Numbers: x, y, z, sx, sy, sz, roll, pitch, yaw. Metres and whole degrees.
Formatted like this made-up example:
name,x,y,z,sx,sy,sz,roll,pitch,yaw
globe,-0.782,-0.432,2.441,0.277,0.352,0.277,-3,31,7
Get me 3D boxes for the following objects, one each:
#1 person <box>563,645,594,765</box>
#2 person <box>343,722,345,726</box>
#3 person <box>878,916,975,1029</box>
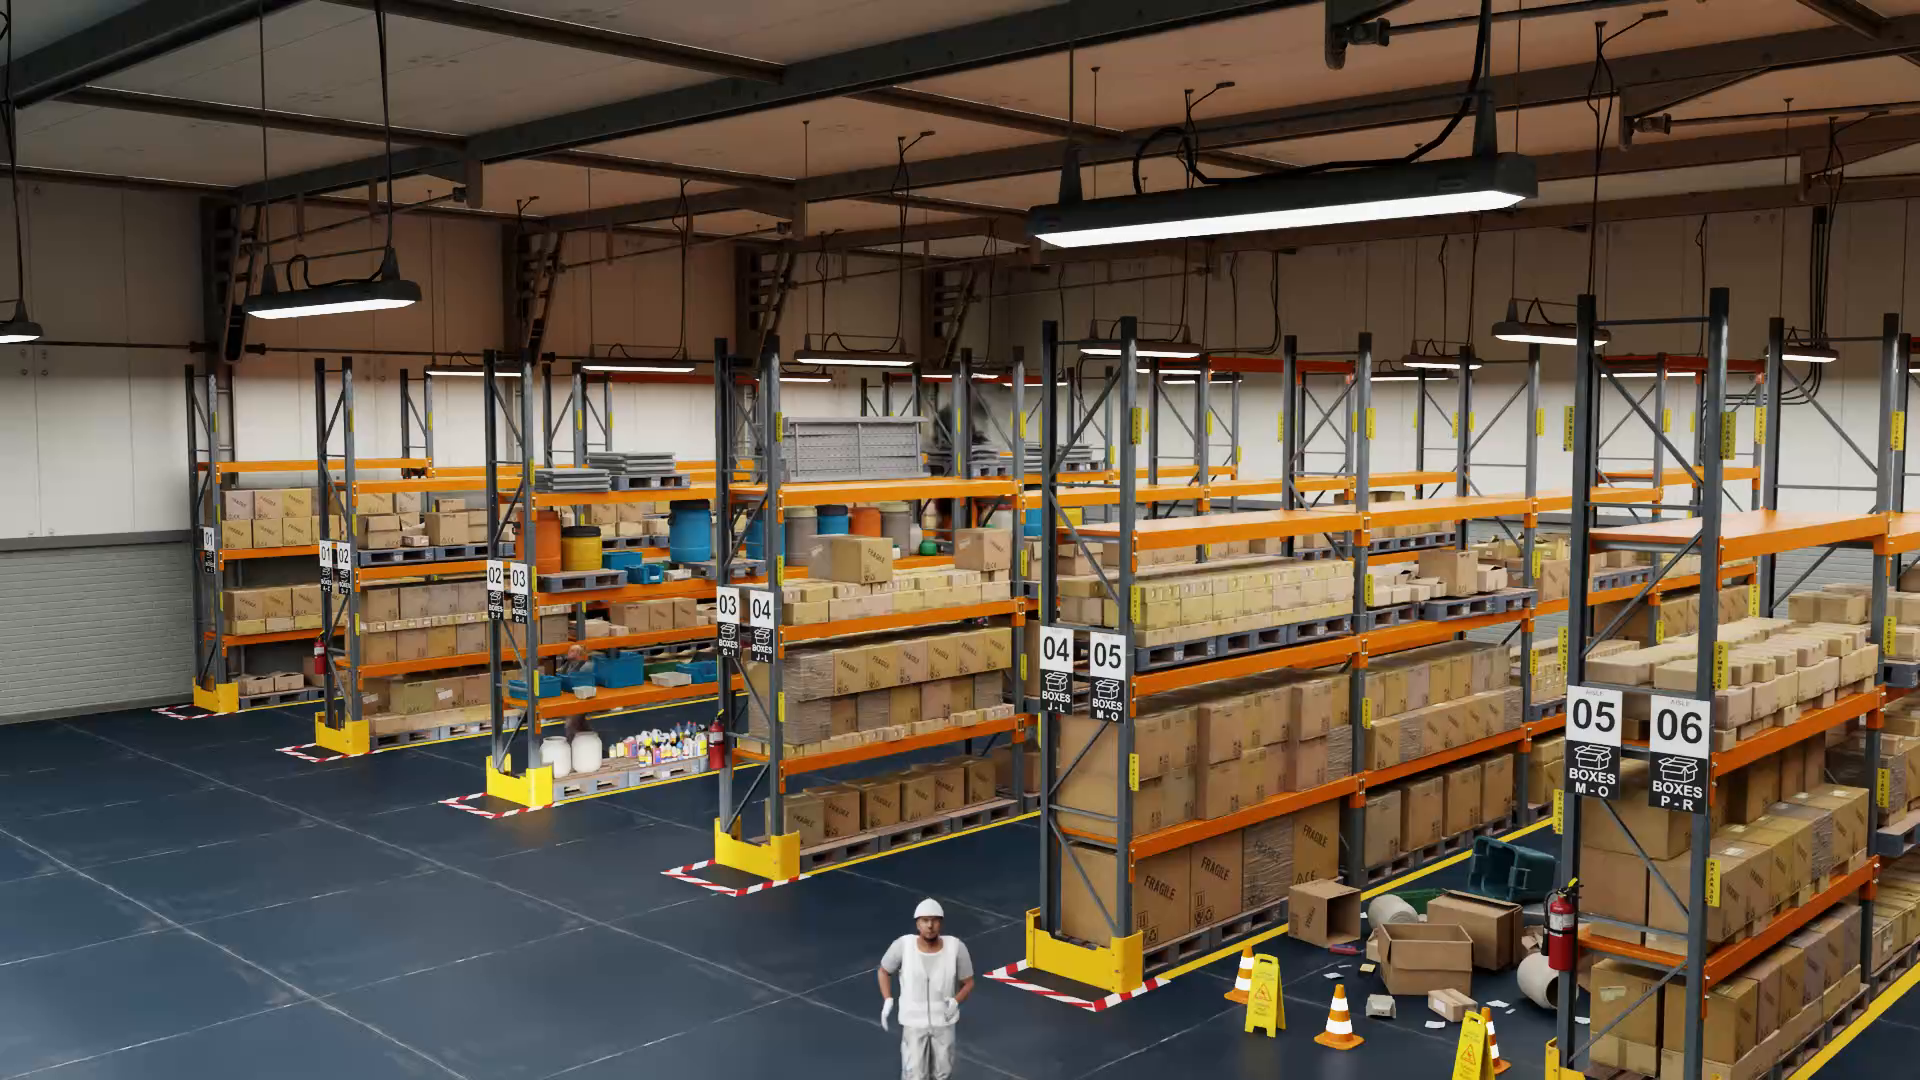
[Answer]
name,x,y,z,sx,sy,sz,roll,pitch,yaw
person,-5.675,2.431,24.636,0.600,1.783,0.779,4,6,45
person,-9.812,2.195,27.578,0.578,1.680,0.882,3,6,38
person,-0.223,3.004,11.649,0.678,0.874,0.574,0,4,-6
